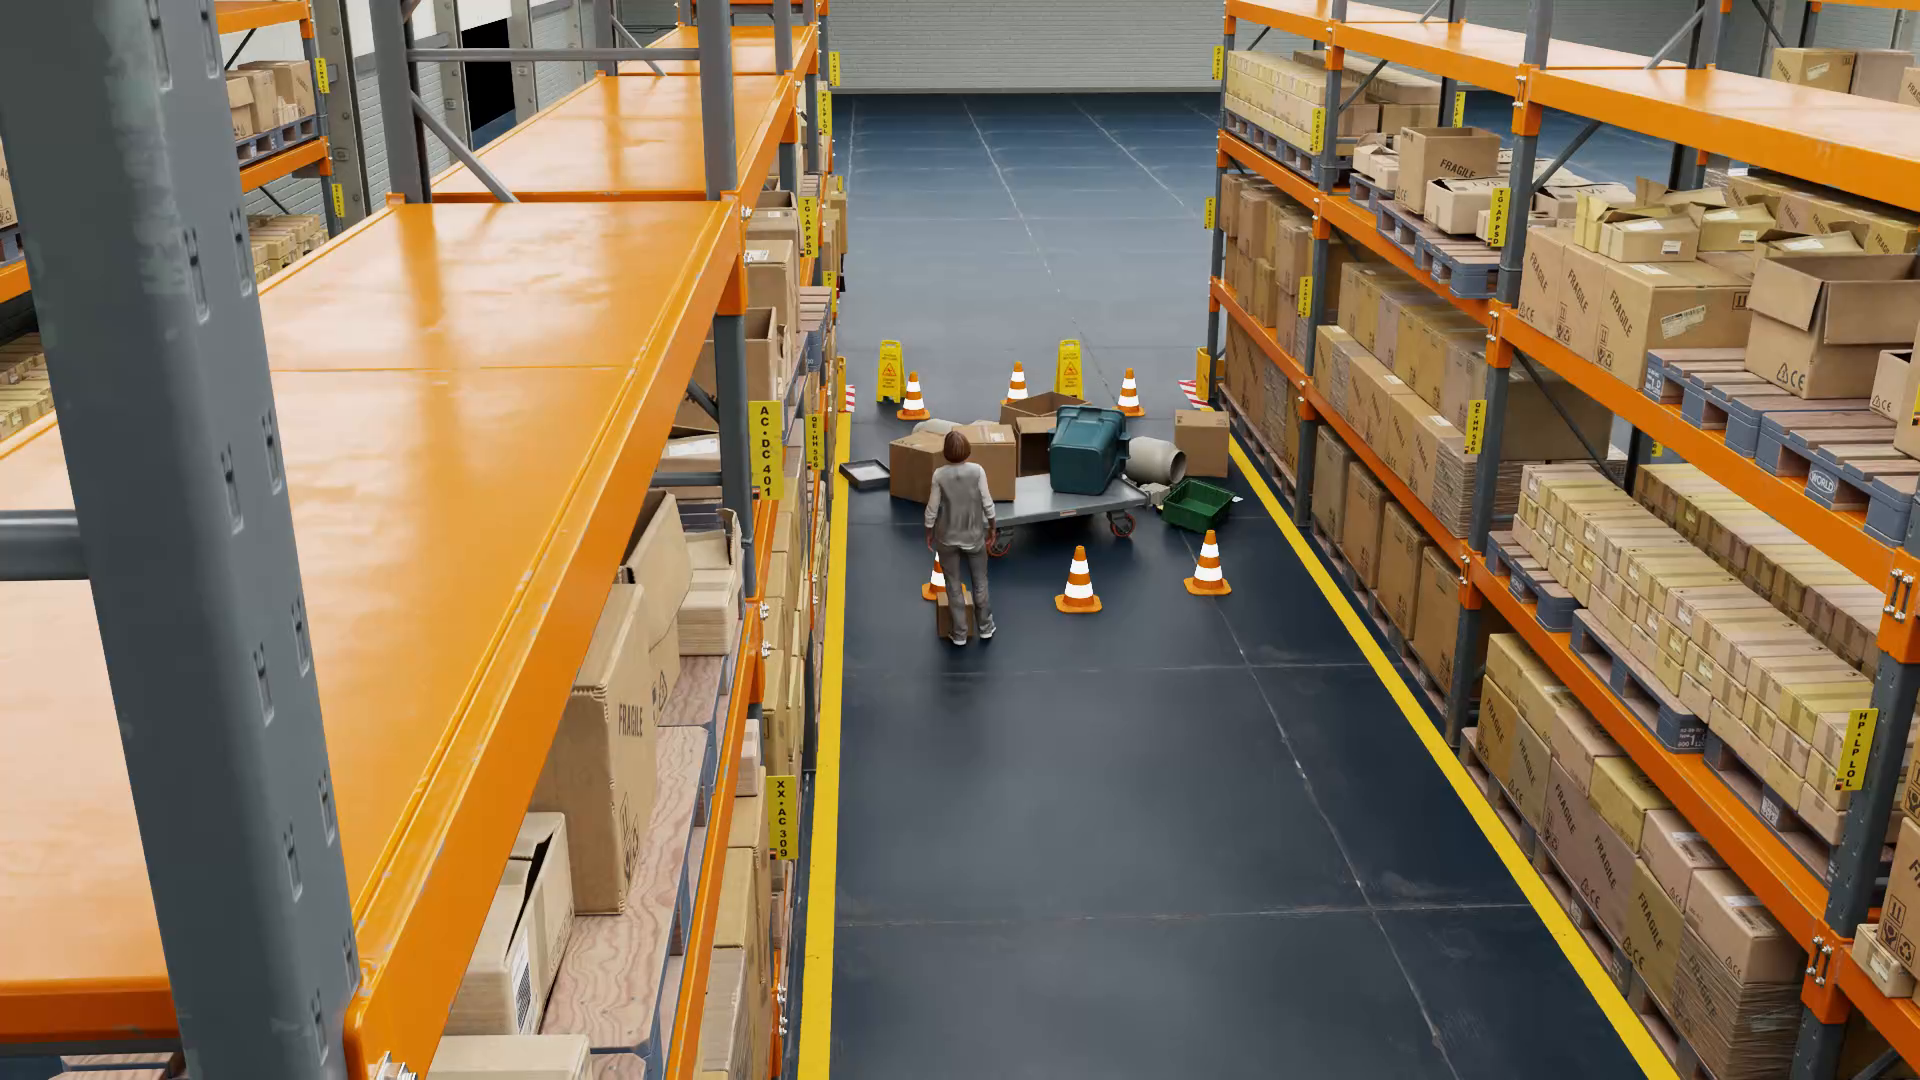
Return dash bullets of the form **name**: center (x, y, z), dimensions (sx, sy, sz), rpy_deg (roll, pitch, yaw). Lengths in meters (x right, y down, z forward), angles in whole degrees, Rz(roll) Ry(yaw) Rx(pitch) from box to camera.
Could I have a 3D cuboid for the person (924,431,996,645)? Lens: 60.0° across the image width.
- **person**: center (0.008, -0.034, 11.656), dimensions (0.520, 1.597, 0.474), rpy_deg (-1, 21, -3)
